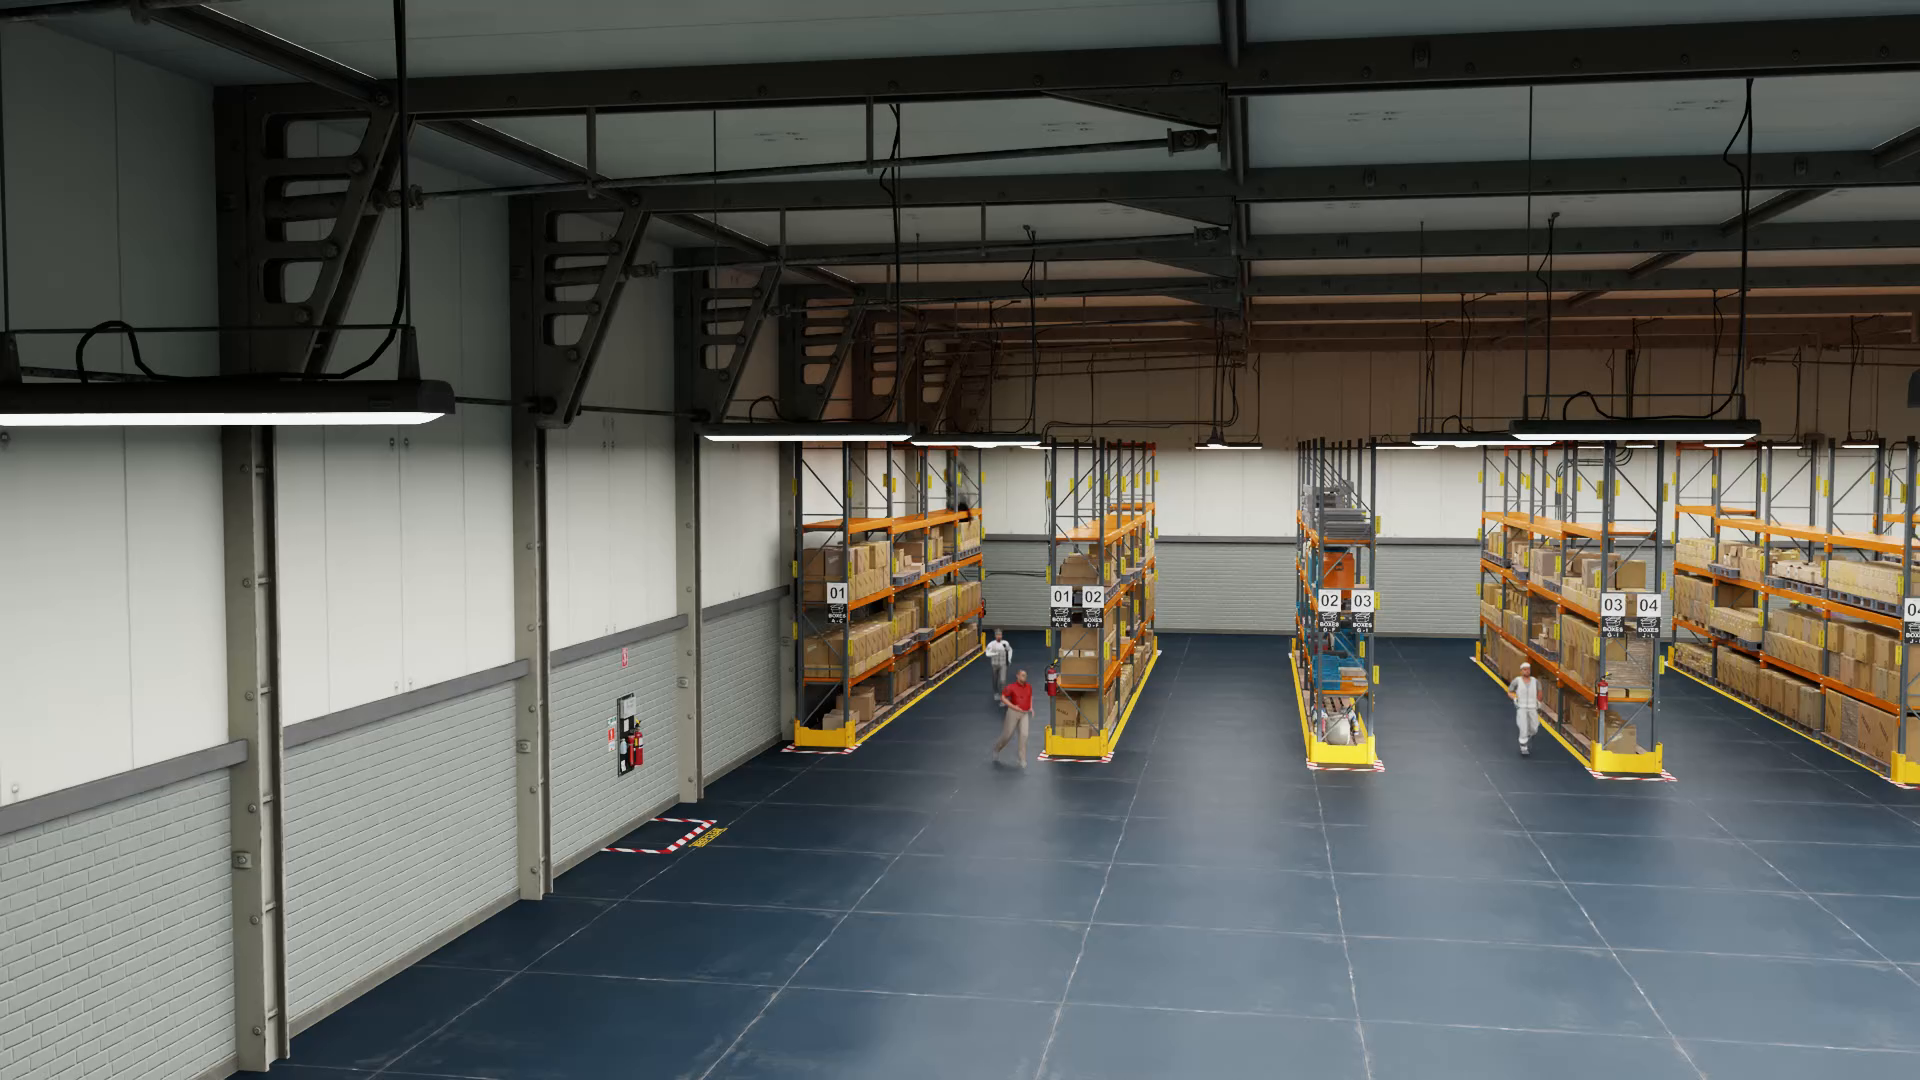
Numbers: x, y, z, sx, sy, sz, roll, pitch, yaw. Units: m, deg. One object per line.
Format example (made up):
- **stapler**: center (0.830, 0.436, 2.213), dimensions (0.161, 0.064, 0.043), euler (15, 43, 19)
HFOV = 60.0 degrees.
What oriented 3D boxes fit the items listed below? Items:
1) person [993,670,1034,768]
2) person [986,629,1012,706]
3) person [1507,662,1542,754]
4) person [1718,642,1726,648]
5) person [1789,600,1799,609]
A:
- **person**: center (1.084, 3.247, 30.544), dimensions (0.737, 1.716, 0.965), euler (-1, 3, -25)
- **person**: center (0.887, 2.860, 37.745), dimensions (0.598, 1.715, 0.884), euler (0, 3, 2)
- **person**: center (10.706, 3.186, 31.460), dimensions (0.652, 1.738, 0.615), euler (0, 3, 7)
- **person**: center (20.735, 2.525, 45.462), dimensions (0.654, 1.520, 1.041), euler (-1, 3, -22)
- **person**: center (22.766, 2.473, 45.334), dimensions (0.607, 1.724, 0.702), euler (0, 3, 4)
